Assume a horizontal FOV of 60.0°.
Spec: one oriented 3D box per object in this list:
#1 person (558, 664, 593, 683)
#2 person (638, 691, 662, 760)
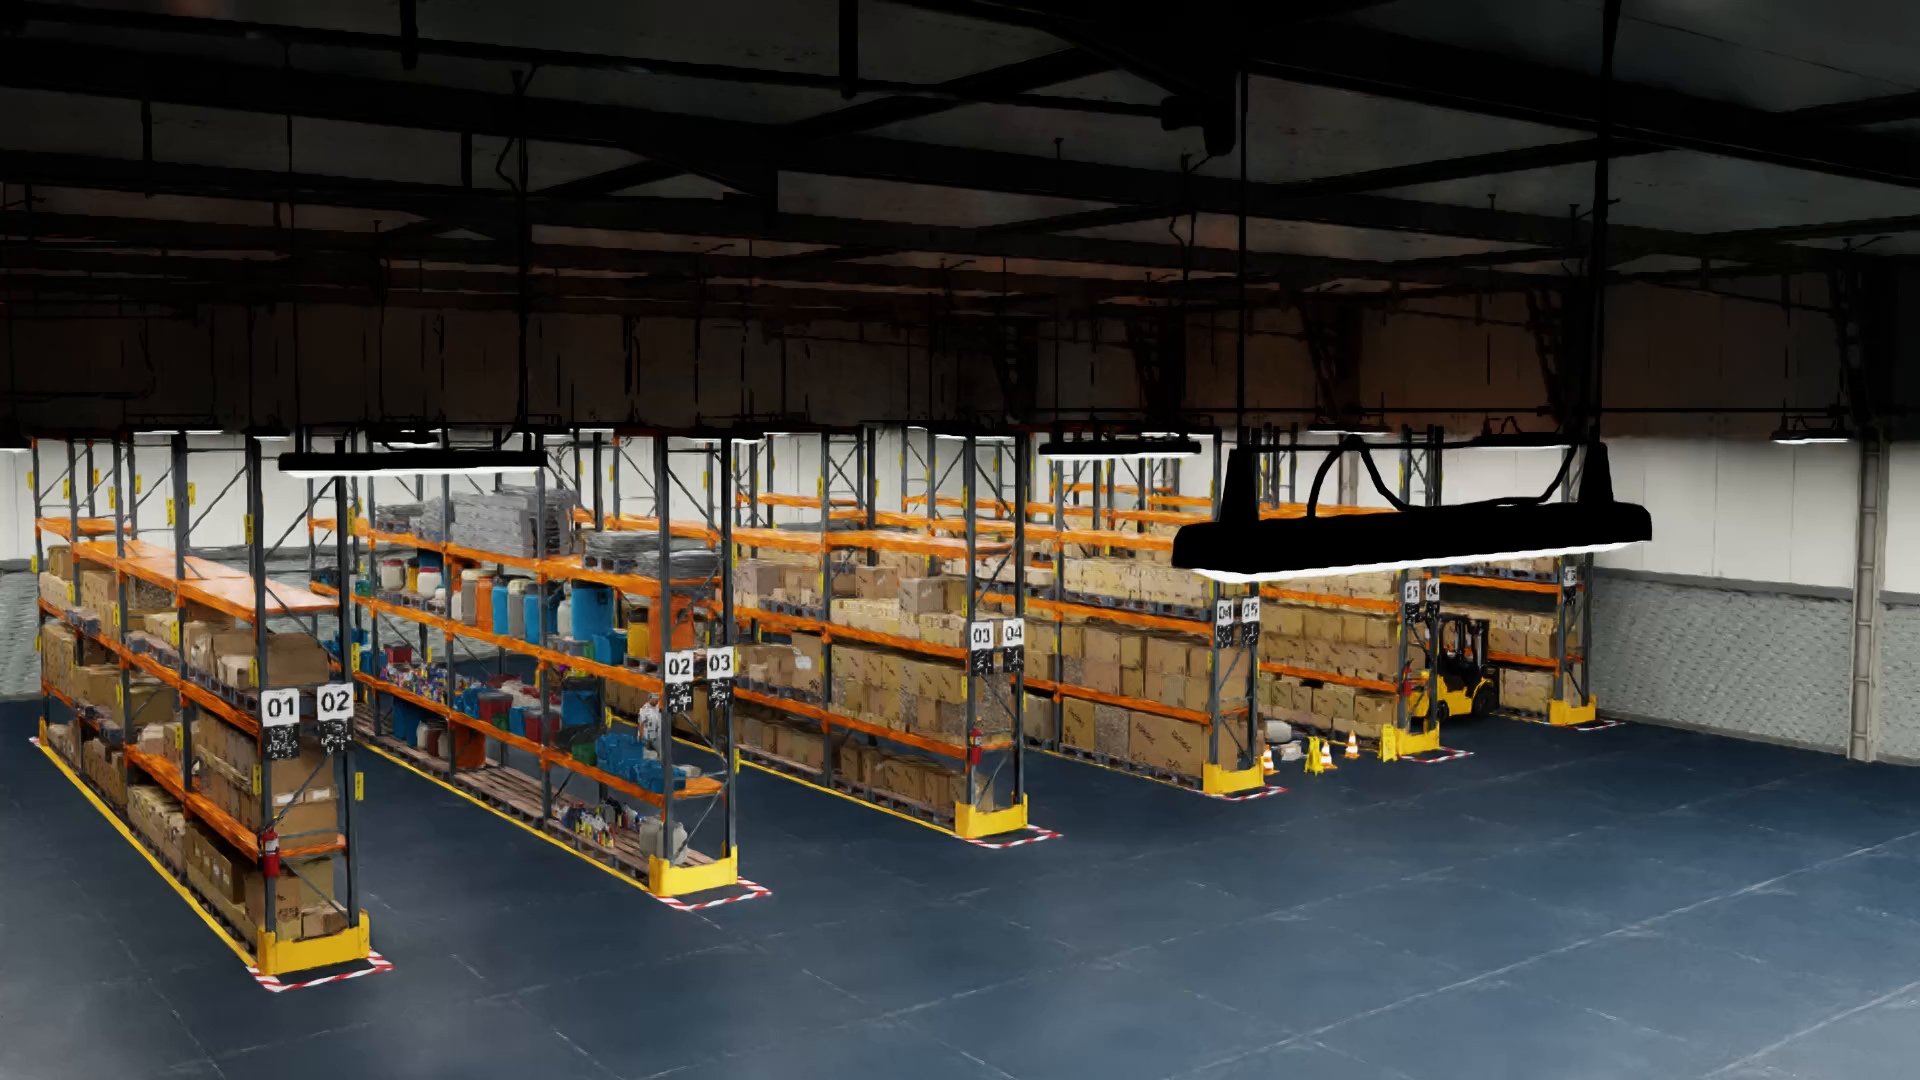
[{"bbox_3d":[-7.644,2.883,33.147,0.719,1.714,0.578,-4,6,-38],"label":"person"},{"bbox_3d":[-5.231,3.314,28.179,0.481,1.580,1.091,-4,6,-39],"label":"person"}]
